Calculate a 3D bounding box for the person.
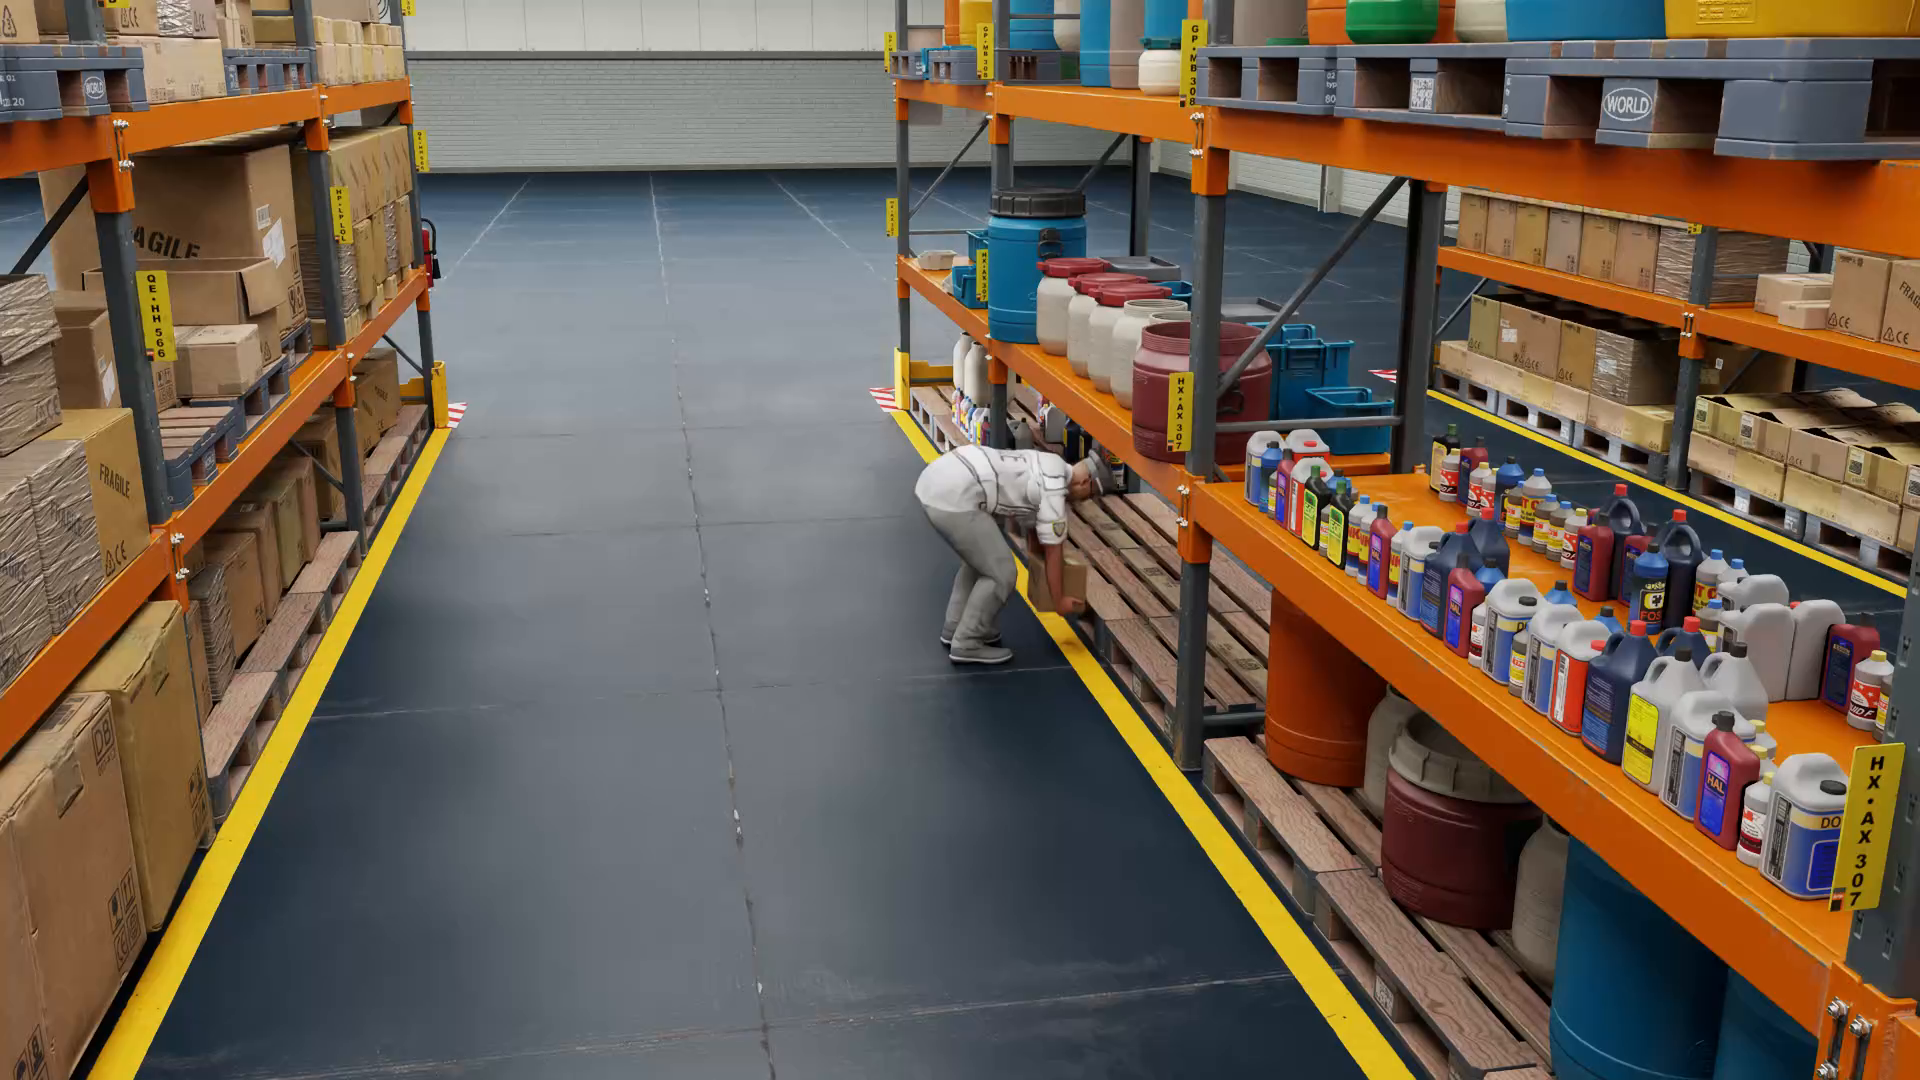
[{"bbox_3d":[0.300,0.048,8.544,1.045,1.091,0.496,-4,17,-13],"label":"person"}]
